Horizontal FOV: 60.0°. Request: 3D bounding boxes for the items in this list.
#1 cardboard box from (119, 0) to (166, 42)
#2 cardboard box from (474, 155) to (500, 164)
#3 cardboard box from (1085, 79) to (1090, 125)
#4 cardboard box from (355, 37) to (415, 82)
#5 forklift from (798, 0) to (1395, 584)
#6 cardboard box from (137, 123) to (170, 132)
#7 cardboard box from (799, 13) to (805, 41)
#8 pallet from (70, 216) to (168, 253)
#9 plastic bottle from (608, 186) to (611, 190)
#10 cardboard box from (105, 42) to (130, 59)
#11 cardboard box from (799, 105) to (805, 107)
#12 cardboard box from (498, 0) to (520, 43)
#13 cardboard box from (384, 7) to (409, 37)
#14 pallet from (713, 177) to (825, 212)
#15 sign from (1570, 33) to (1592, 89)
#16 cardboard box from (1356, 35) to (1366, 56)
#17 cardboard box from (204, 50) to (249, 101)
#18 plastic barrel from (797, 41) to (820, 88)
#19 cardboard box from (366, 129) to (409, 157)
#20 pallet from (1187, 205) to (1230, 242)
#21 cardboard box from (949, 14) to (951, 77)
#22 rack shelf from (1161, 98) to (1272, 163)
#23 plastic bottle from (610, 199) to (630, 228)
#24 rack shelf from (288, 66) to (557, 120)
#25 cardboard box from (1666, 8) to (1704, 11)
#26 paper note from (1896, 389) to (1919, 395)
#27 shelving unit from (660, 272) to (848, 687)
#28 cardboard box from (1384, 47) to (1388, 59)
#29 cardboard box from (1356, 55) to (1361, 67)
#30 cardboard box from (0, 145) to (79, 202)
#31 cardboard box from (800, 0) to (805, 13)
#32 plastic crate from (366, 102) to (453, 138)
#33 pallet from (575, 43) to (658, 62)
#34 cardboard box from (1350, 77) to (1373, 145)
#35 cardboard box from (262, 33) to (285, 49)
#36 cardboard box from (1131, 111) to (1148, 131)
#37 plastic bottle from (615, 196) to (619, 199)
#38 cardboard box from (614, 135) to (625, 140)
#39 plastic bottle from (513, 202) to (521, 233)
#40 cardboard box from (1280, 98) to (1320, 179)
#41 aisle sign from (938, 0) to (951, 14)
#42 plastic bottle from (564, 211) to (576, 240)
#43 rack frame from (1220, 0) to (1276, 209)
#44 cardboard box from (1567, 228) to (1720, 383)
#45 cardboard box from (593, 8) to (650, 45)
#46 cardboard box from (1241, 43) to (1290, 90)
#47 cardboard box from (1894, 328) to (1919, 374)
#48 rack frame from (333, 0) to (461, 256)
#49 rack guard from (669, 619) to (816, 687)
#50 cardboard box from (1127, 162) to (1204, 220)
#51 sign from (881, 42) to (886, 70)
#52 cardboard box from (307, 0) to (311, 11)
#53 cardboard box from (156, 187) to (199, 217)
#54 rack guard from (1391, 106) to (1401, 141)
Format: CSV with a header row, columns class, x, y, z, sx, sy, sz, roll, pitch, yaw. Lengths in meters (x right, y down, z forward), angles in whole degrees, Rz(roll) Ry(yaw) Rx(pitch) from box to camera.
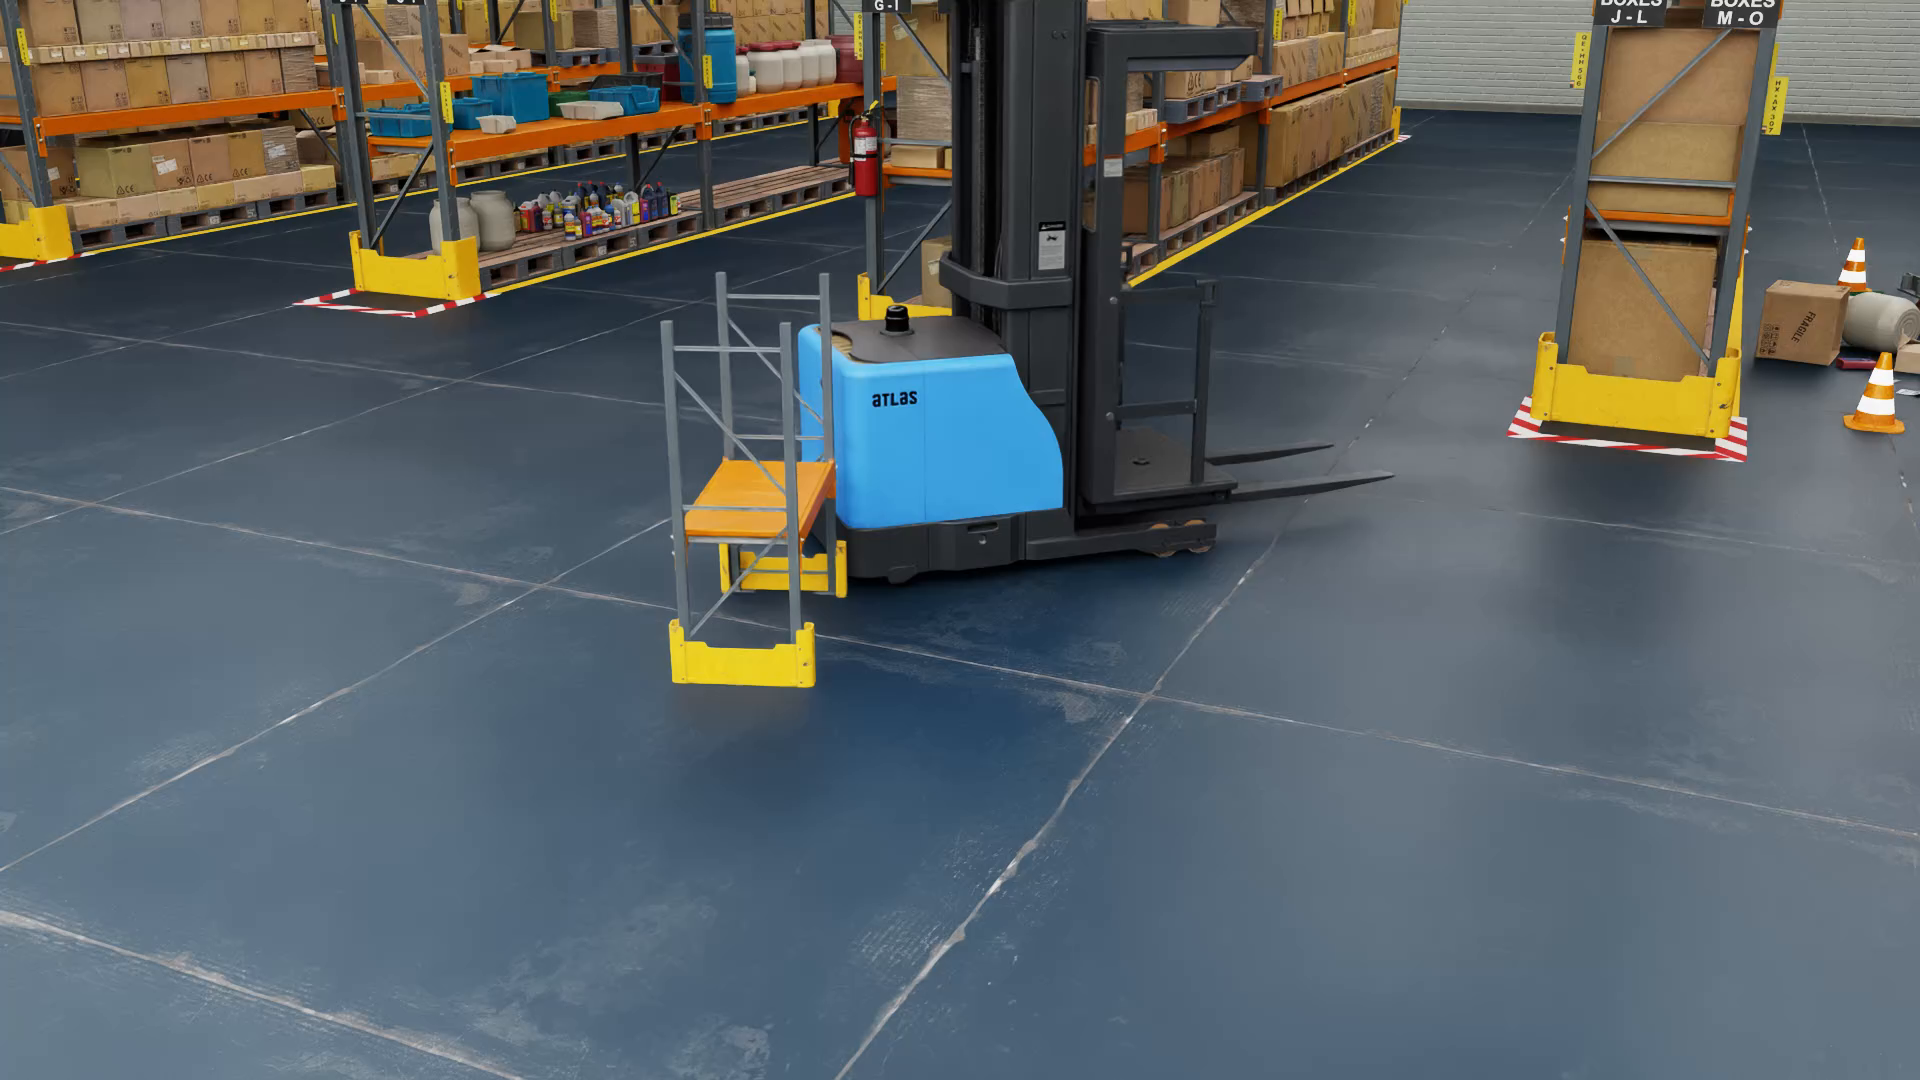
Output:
class,x,y,z,sx,sy,sz,roll,pitch,yaw
cardboard box,-8.620,-5.374,17.018,0.700,0.500,0.500,9,21,23
cardboard box,-6.394,-5.085,21.767,0.500,0.250,0.500,9,22,24
cardboard box,0.581,-3.701,13.807,0.875,0.500,0.500,9,21,23
cardboard box,-7.077,-5.906,20.450,0.500,0.500,0.500,10,22,27
forklift,0.757,-1.454,8.183,3.031,2.935,1.130,-7,21,-18
cardboard box,-11.446,-5.716,23.139,0.700,0.500,0.500,9,21,23
cardboard box,-2.853,-8.848,28.721,0.500,0.500,0.500,9,21,23
pallet,-8.986,-3.168,17.063,1.003,0.211,1.213,9,21,23
plastic bottle,-3.743,-3.569,17.435,0.152,0.276,0.135,9,22,25
cardboard box,-8.589,-4.920,16.709,0.380,0.149,0.250,8,21,22
cardboard box,-2.954,-7.695,29.200,0.380,0.166,0.250,9,21,23
cardboard box,-8.326,-9.117,29.180,0.980,0.700,0.700,8,21,21
cardboard box,-9.240,-8.301,26.710,0.500,0.500,0.500,9,21,23
pallet,-2.321,-4.091,19.656,1.003,0.211,1.213,9,21,23
sign,3.770,-2.907,10.084,0.100,0.325,0.005,9,21,23
cardboard box,5.329,-6.879,23.115,0.500,0.250,0.500,8,21,22
cardboard box,-8.218,-5.061,18.074,0.700,0.500,0.500,9,21,24
plastic barrel,-1.866,-5.588,19.537,0.421,0.512,0.421,0,20,0
cardboard box,-7.016,-4.876,20.344,0.500,0.311,0.500,8,21,22
pallet,2.229,-3.404,17.725,1.003,0.211,1.213,9,21,23
cardboard box,0.249,-3.671,12.230,0.500,0.500,0.500,9,21,23
rack shelf,2.233,-4.378,17.375,1.077,0.370,4.000,9,21,23
plastic bottle,-3.387,-3.266,16.583,0.152,0.276,0.135,9,21,24
rack shelf,-6.804,-5.738,21.200,1.077,0.370,4.000,9,21,23
cardboard box,5.715,-3.865,13.025,0.875,0.550,0.550,9,21,23
paper note,6.433,-1.005,11.251,0.144,0.017,0.142,18,26,41
shelving unit,-0.854,-0.294,7.057,0.587,1.500,1.083,1,20,4
cardboard box,6.170,-7.268,24.804,0.380,0.149,0.250,9,21,24
cardboard box,5.329,-6.638,23.032,0.380,0.149,0.250,9,22,24
cardboard box,-9.312,-3.703,16.763,0.500,0.500,0.500,9,21,23
cardboard box,-2.846,-9.324,28.568,0.500,0.500,0.500,9,22,24
plastic crate,-4.811,-3.686,14.578,0.499,0.251,0.616,9,21,23
pallet,-5.192,-7.193,24.504,1.003,0.211,1.213,9,21,23
cardboard box,5.401,-6.213,24.007,0.875,0.875,0.875,9,21,23
cardboard box,-7.746,-5.550,18.481,0.380,0.149,0.250,8,21,21
cardboard box,1.483,-3.806,15.068,0.380,0.149,0.250,9,21,23
plastic bottle,-3.421,-3.325,16.738,0.061,0.283,0.133,9,21,23
cardboard box,-5.118,-6.131,24.306,0.500,0.500,0.500,8,21,22
plastic bottle,-4.360,-3.149,16.244,0.061,0.283,0.133,9,22,24
cardboard box,3.725,-5.004,20.607,1.225,0.875,0.875,9,21,23
aisle sign,0.024,-4.047,11.492,0.394,0.787,0.004,9,21,23
plastic bottle,-3.716,-2.995,15.829,0.097,0.271,0.097,0,20,0
rack frame,3.052,-5.328,18.973,1.000,3.000,0.127,9,21,23
cardboard box,4.477,-1.584,10.990,0.875,0.875,0.875,9,21,23
cardboard box,-5.014,-7.607,24.607,0.700,0.500,0.500,3,20,9
cardboard box,3.499,-5.486,19.269,0.500,0.500,0.500,9,22,24
cardboard box,6.874,-1.327,11.805,0.396,0.266,0.258,13,23,32
rack frame,-4.743,-3.562,14.008,1.000,3.000,0.127,9,21,23
rack guard,-0.888,0.461,6.798,0.587,0.250,0.087,1,20,4
cardboard box,2.126,-3.634,17.283,0.700,0.500,0.500,7,21,18
sign,-0.962,-6.011,20.651,0.100,0.325,0.005,9,21,23
cardboard box,-10.072,-8.029,24.827,0.500,0.250,0.500,9,22,24
cardboard box,-8.431,-3.585,17.548,0.500,0.250,0.500,9,21,23
rack guard,6.337,-6.603,26.289,1.175,0.500,0.348,9,21,23
